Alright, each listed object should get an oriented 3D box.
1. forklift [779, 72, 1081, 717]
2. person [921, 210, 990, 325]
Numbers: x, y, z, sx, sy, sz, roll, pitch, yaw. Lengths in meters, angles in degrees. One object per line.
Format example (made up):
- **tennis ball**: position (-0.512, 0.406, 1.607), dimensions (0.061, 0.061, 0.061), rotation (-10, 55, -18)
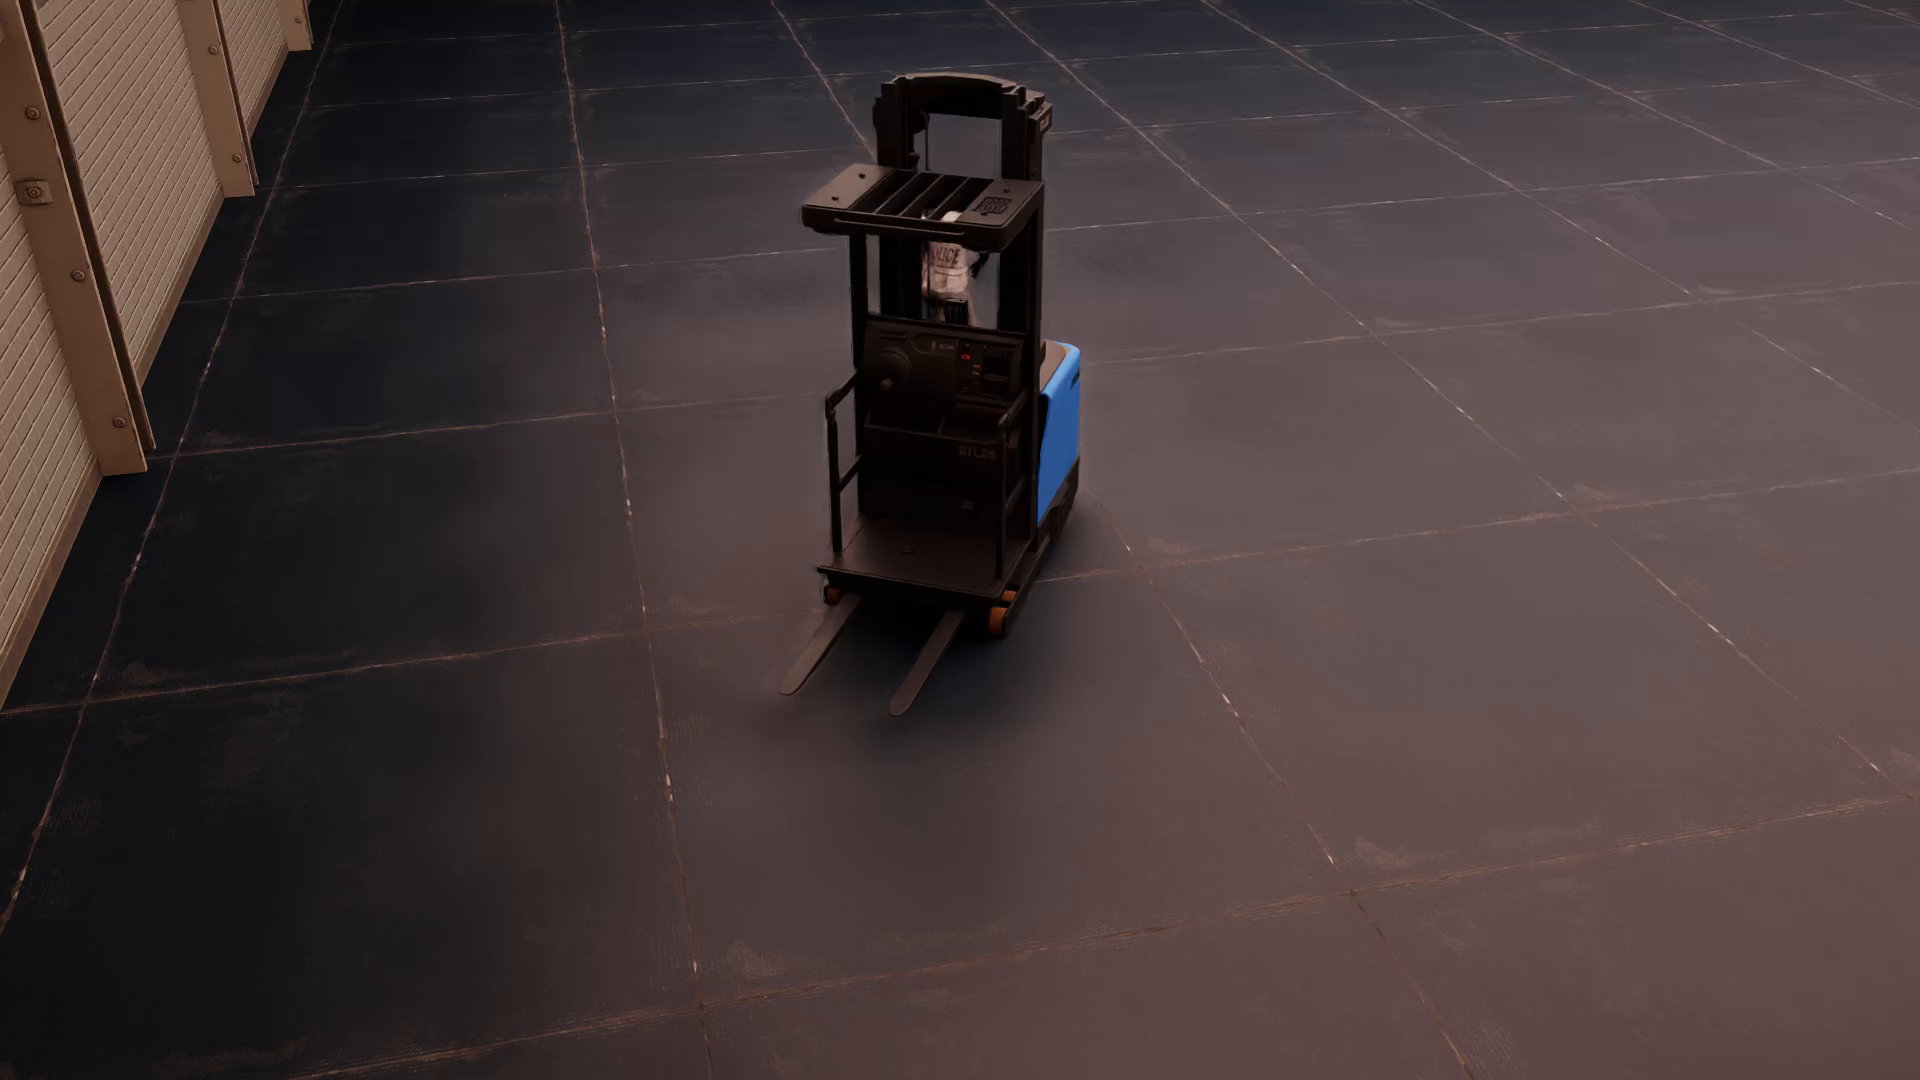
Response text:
- **forklift**: position (-0.163, -0.946, 9.209), dimensions (1.130, 2.935, 3.031), rotation (9, 31, 15)
- **person**: position (-0.118, -1.872, 12.181), dimensions (0.633, 1.613, 0.681), rotation (11, 32, 19)
